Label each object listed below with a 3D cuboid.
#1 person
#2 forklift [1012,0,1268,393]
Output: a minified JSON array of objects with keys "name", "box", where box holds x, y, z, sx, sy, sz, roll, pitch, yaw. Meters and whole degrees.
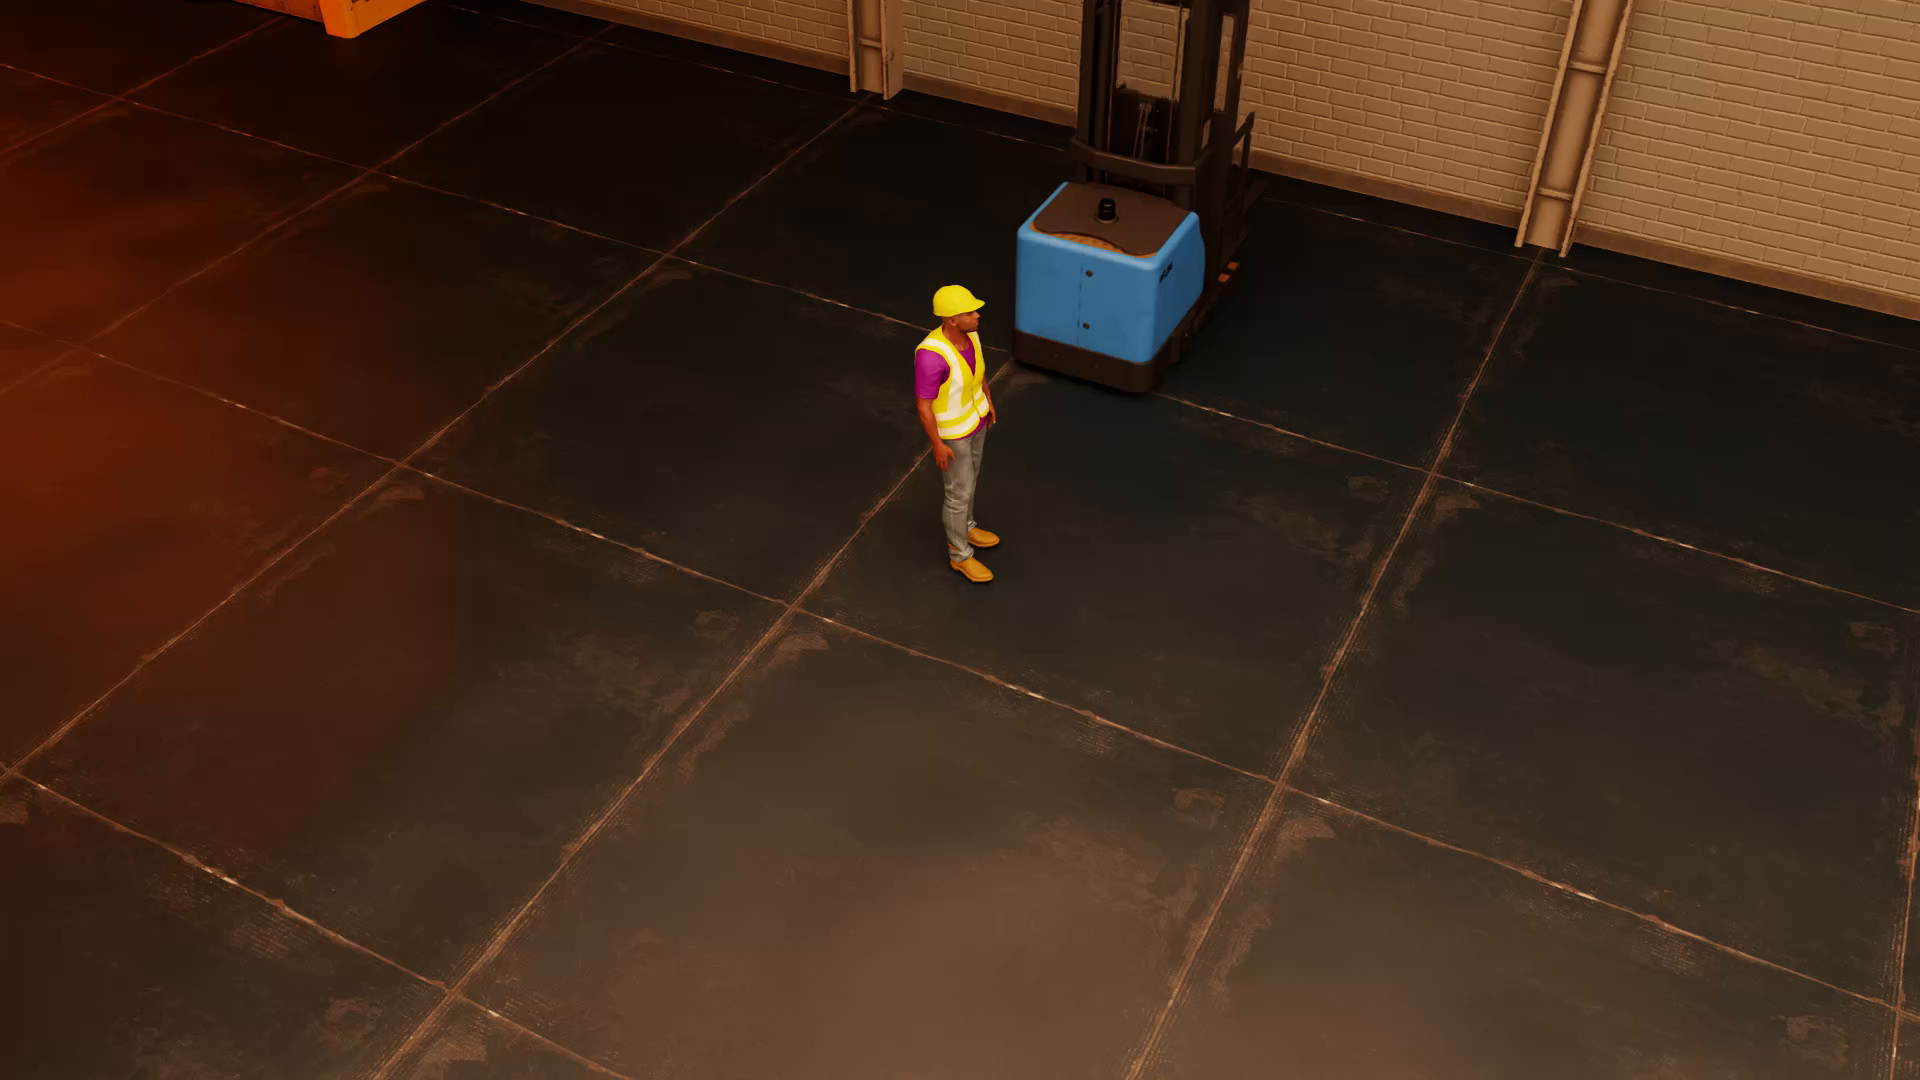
[{"name":"person","box":[-0.011,-0.703,9.668,0.420,1.706,0.666,18,43,21]},{"name":"forklift","box":[1.483,-3.064,11.625,1.130,2.935,3.031,18,43,20]}]
